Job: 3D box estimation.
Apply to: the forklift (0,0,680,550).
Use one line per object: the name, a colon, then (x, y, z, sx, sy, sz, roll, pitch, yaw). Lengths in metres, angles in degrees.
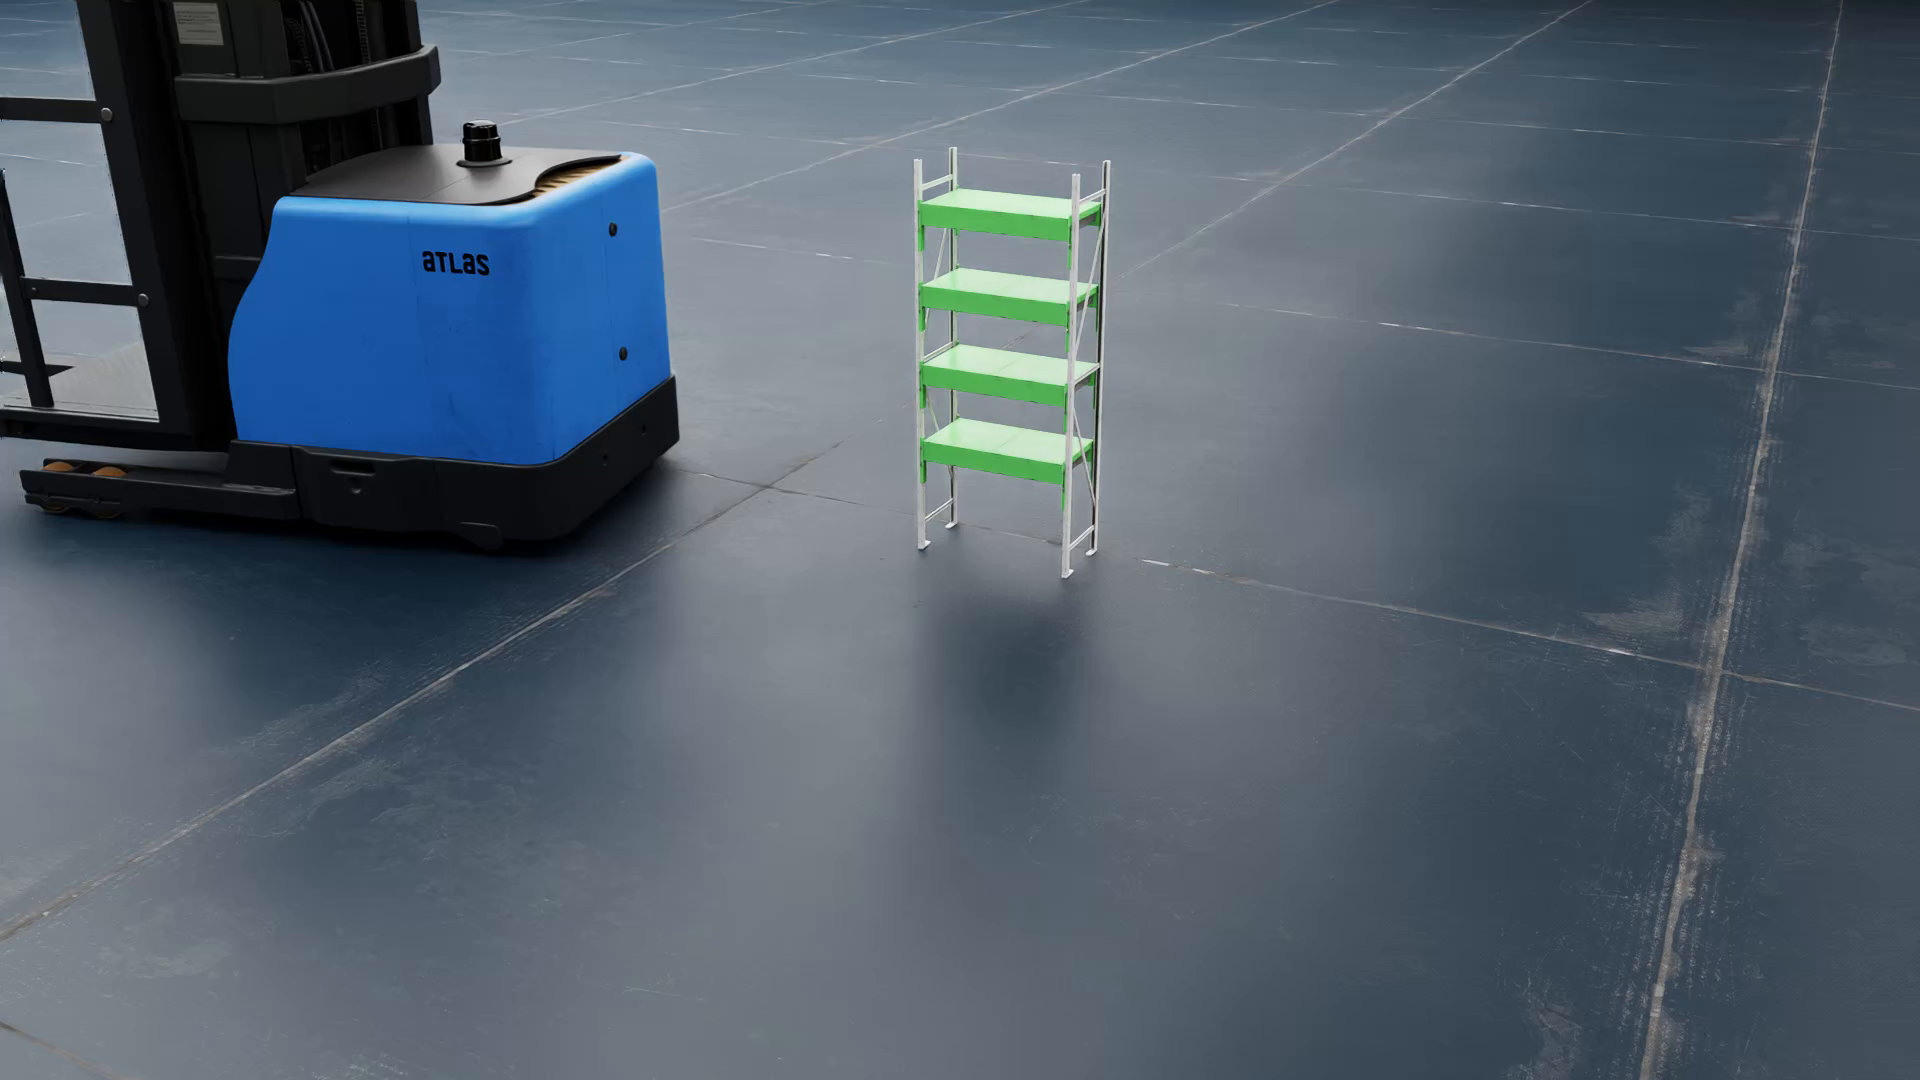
forklift: (-2.570, -1.611, 5.293, 3.031, 2.935, 1.130, 5, 24, 13)

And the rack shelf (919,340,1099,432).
rack shelf: (0.148, -0.464, 4.971, 0.480, 0.148, 0.258, 11, 25, 25)

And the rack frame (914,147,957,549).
rack frame: (-0.070, -0.566, 5.048, 0.015, 1.200, 0.240, 11, 25, 25)

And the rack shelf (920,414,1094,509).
rack shelf: (0.148, -0.243, 5.065, 0.480, 0.148, 0.258, 11, 25, 25)

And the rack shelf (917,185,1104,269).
rack shelf: (0.148, -0.906, 4.784, 0.480, 0.148, 0.258, 11, 25, 25)

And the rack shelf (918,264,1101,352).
rack shelf: (0.148, -0.685, 4.878, 0.480, 0.148, 0.258, 11, 25, 25)

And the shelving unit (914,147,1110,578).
shelving unit: (0.148, -0.523, 4.946, 0.503, 1.200, 0.258, 11, 25, 25)

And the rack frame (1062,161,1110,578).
rack frame: (0.365, -0.480, 4.845, 0.015, 1.200, 0.240, 11, 25, 25)
